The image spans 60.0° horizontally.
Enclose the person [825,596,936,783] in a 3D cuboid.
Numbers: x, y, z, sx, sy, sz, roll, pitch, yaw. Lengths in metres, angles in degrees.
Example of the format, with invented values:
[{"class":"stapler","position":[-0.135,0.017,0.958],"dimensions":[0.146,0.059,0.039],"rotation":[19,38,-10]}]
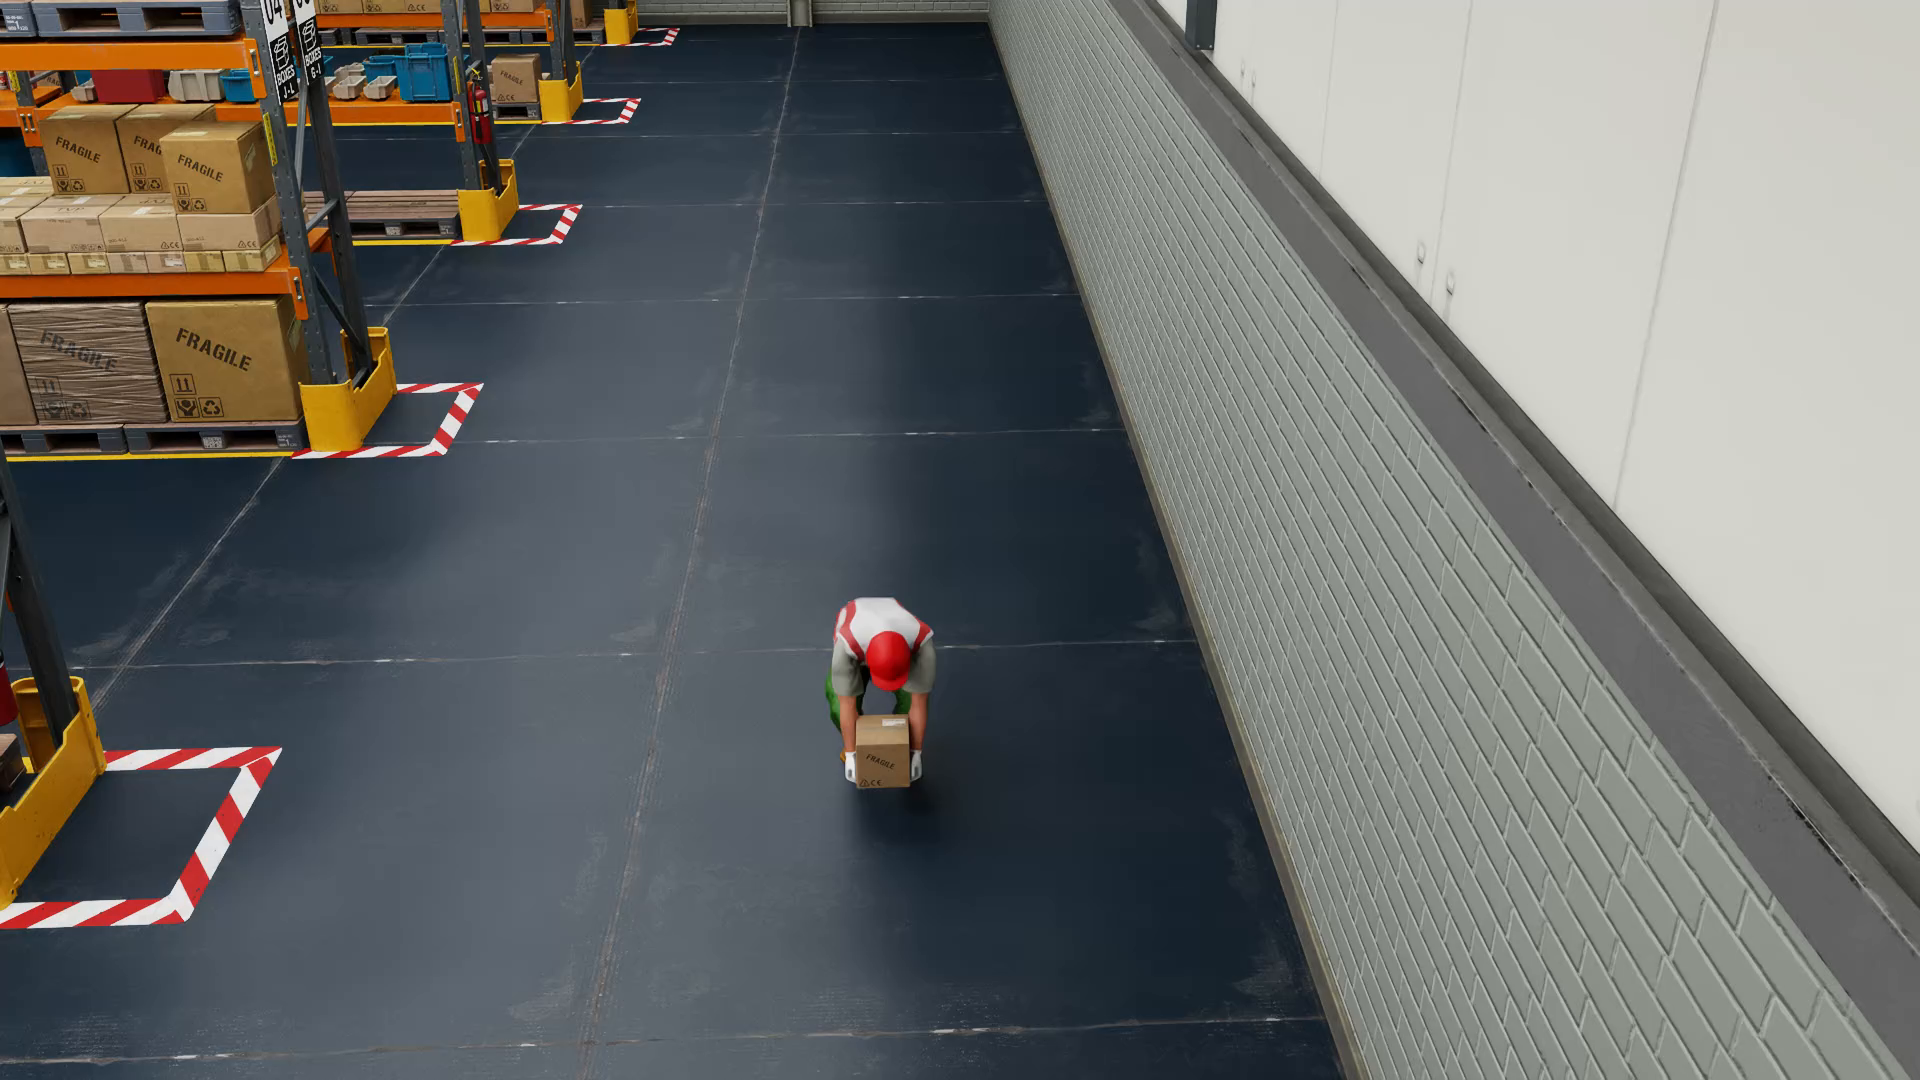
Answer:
[{"class":"person","position":[-0.390,0.706,8.104],"dimensions":[0.533,0.988,0.920],"rotation":[-2,27,-4]}]
